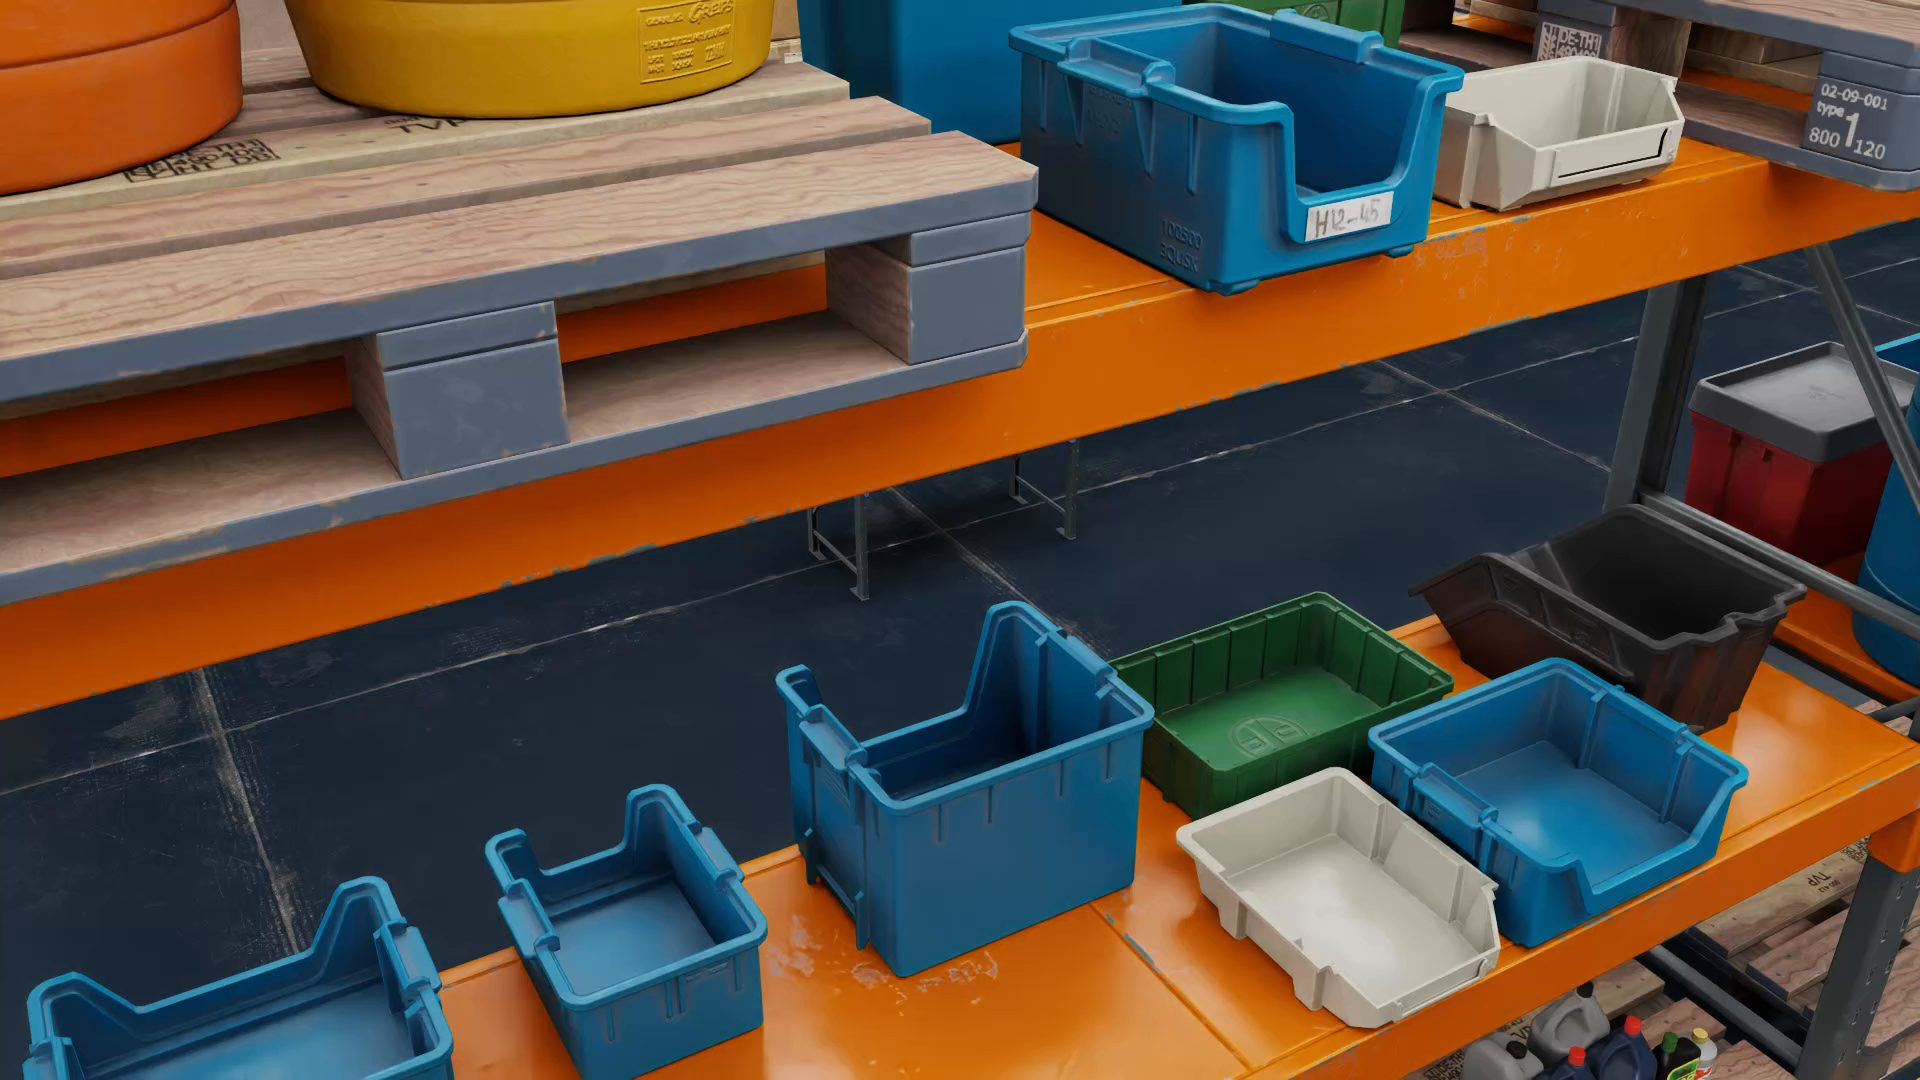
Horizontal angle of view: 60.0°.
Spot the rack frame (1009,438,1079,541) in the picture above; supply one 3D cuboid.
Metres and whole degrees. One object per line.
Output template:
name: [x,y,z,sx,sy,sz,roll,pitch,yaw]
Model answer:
rack frame: [0.365,-0.760,7.075,0.032,1.500,0.500,-16,33,-26]

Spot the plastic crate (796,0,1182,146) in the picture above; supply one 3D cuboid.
plastic crate: [0.045,-0.852,2.602,0.575,0.384,0.392,-16,33,-26]

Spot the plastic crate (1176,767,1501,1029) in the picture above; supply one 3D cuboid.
plastic crate: [0.731,0.686,3.176,0.437,0.136,0.530,-16,33,-26]

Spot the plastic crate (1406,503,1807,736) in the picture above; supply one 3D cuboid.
plastic crate: [1.487,0.169,3.903,0.504,0.338,0.767,-16,33,-26]

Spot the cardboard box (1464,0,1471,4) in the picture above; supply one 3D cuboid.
cardboard box: [3.431,-3.405,9.778,0.700,0.500,0.500,22,36,34]

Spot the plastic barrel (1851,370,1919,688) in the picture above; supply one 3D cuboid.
plastic barrel: [2.489,-0.121,3.845,0.708,0.901,0.600,-16,33,-26]

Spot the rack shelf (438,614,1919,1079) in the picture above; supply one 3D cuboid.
rack shelf: [0.278,0.872,3.311,4.000,0.370,1.077,-16,33,-26]

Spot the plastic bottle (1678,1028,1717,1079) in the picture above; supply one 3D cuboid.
plastic bottle: [1.848,1.318,4.198,0.097,0.201,0.097,0,29,0]

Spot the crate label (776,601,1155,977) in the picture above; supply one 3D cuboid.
crate label: [0.004,0.468,3.262,0.616,0.435,0.502,-16,33,-26]

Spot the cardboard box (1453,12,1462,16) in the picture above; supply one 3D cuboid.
cardboard box: [2.609,-2.867,9.432,0.500,0.311,0.500,-14,32,-23]

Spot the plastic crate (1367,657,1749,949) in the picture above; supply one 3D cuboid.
plastic crate: [1.186,0.516,3.364,0.616,0.251,0.499,-16,33,-26]

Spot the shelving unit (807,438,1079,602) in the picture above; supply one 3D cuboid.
shelving unit: [-0.074,-0.636,6.850,1.048,1.500,0.538,-16,33,-26]

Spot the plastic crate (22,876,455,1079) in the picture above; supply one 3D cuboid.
plastic crate: [-1.166,0.864,2.733,0.616,0.251,0.499,-16,33,-26]

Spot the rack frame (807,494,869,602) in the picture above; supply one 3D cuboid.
rack frame: [-0.512,-0.511,6.624,0.032,1.500,0.500,-16,33,-26]

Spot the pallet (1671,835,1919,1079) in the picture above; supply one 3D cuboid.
pallet: [2.660,1.080,5.075,1.213,0.211,1.003,-16,33,-26]

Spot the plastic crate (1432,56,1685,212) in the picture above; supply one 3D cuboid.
plastic crate: [0.824,-0.569,2.346,0.396,0.136,0.243,-16,33,-26]

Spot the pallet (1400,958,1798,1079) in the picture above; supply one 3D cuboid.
pallet: [1.402,1.435,4.431,1.213,0.211,1.003,-16,33,-26]

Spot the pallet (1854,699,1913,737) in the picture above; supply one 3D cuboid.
pallet: [3.713,0.779,5.620,1.213,0.211,1.003,-16,33,-26]

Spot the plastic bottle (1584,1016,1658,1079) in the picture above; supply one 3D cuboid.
plastic bottle: [1.593,1.312,4.054,0.185,0.351,0.144,-17,33,-28]

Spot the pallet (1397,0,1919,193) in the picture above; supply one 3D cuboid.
pallet: [1.430,-0.946,2.951,1.003,0.211,1.213,-16,33,-26]

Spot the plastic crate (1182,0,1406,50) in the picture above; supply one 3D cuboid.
plastic crate: [0.504,-0.881,2.856,0.450,0.188,0.336,-16,33,-26]

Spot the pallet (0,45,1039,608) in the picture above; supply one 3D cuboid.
pallet: [-0.683,-0.346,1.864,1.213,0.211,1.003,-16,33,-26]

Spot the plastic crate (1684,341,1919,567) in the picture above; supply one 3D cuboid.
plastic crate: [2.265,-0.207,4.454,0.583,0.464,0.402,-16,33,-26]

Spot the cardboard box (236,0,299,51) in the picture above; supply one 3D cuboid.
cardboard box: [-2.613,-2.007,6.335,0.500,0.500,0.700,-16,33,-26]

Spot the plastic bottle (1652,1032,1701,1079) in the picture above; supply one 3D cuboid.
plastic bottle: [1.755,1.319,4.112,0.133,0.283,0.061,-14,32,-24]

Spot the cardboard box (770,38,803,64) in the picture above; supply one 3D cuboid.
cardboard box: [-0.844,-2.110,7.193,0.250,0.149,0.380,-17,33,-27]

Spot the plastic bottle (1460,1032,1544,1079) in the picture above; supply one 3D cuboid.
plastic bottle: [1.331,1.336,4.088,0.135,0.276,0.152,-16,33,-26]

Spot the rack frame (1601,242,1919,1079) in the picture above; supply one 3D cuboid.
rack frame: [2.003,0.067,4.024,0.127,3.000,1.000,-16,33,-26]

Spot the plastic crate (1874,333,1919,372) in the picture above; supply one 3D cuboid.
plastic crate: [2.796,-0.325,4.752,0.575,0.384,0.392,-16,33,-26]

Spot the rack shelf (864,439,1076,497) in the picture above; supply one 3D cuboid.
rack shelf: [-0.074,-0.478,6.937,1.000,0.185,0.538,-16,33,-26]

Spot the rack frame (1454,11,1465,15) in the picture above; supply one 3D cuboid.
rack frame: [2.945,-2.976,9.539,0.127,3.000,1.000,-16,33,-26]

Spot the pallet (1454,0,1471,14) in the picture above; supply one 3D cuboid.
pallet: [3.494,-3.088,9.939,1.003,0.211,1.213,-16,33,-26]

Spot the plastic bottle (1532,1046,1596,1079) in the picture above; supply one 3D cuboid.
plastic bottle: [1.428,1.359,3.969,0.185,0.351,0.144,-18,33,-29]

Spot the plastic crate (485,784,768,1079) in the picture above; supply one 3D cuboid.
plastic crate: [-0.603,0.708,3.017,0.408,0.251,0.499,-16,33,-26]

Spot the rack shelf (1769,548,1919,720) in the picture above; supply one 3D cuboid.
rack shelf: [3.727,-0.107,5.085,4.000,0.370,1.077,-16,33,-26]

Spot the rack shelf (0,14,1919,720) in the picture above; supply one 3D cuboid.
rack shelf: [0.278,-0.442,2.586,4.000,0.370,1.077,-16,33,-26]

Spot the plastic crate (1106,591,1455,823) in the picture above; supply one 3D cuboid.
plastic crate: [0.689,0.375,3.686,0.662,0.188,0.450,-16,33,-26]

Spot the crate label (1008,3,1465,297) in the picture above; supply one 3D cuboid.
crate label: [0.335,-0.522,2.142,0.408,0.251,0.502,-16,33,-26]

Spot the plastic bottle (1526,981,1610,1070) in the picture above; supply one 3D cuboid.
plastic bottle: [1.520,1.252,4.163,0.185,0.351,0.144,-16,33,-26]

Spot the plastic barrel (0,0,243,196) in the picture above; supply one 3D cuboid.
plastic barrel: [-1.091,-0.811,1.631,0.708,0.830,0.600,-16,33,-26]

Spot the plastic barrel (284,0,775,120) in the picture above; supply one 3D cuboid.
plastic barrel: [-0.528,-0.865,1.980,0.600,0.588,0.600,0,29,0]

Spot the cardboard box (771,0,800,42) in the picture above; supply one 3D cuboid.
cardboard box: [-0.883,-2.498,7.225,0.500,0.500,0.700,-16,33,-26]
